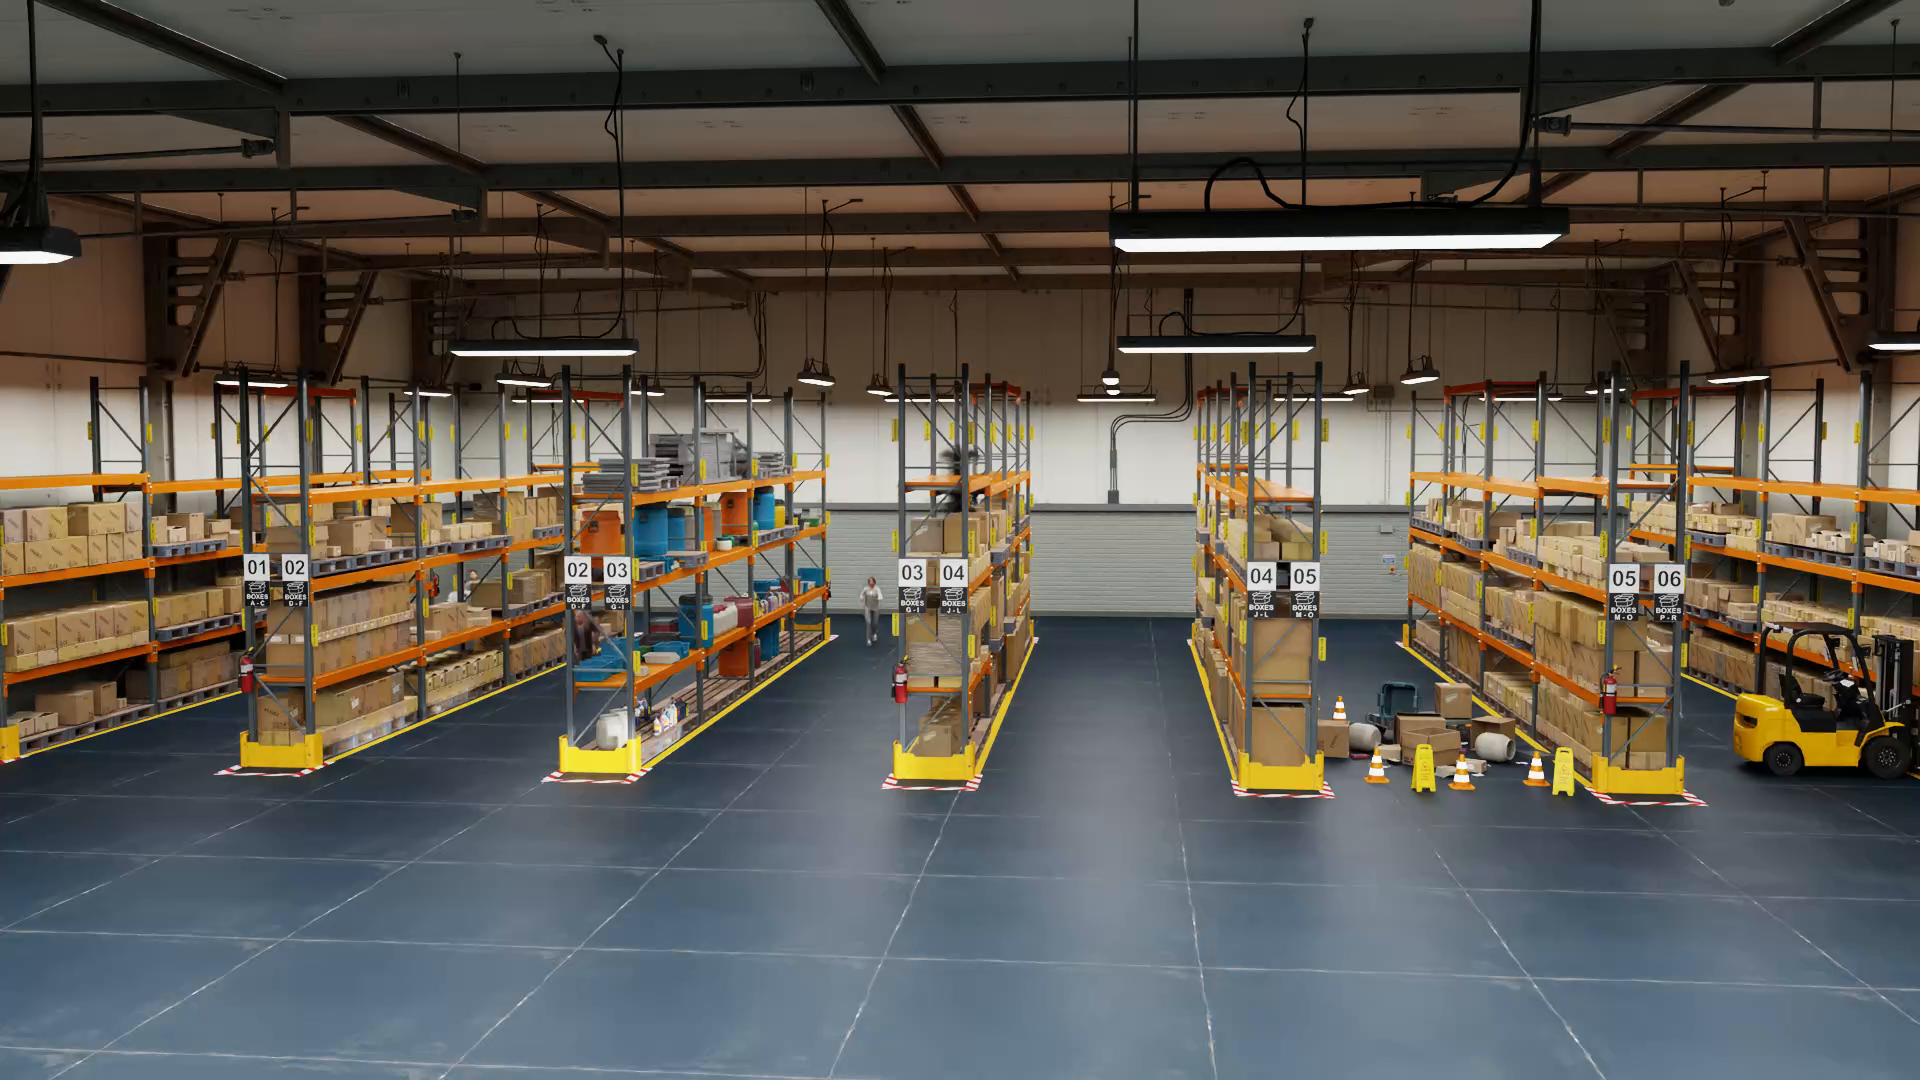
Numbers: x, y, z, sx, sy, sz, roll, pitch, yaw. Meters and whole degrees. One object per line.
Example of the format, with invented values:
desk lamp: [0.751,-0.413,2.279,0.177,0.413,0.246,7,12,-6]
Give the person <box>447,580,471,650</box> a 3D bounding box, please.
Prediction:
person: [-11.327,1.732,37.741,0.559,1.735,0.846,0,4,6]

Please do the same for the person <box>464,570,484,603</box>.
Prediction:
person: [-11.917,1.545,41.082,0.628,1.639,0.719,-1,4,-12]

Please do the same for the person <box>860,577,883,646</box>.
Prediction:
person: [-2.093,1.664,39.302,0.537,1.585,0.887,0,4,-2]

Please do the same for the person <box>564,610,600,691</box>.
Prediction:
person: [-7.324,2.117,32.244,0.717,1.626,0.901,-1,4,-20]
